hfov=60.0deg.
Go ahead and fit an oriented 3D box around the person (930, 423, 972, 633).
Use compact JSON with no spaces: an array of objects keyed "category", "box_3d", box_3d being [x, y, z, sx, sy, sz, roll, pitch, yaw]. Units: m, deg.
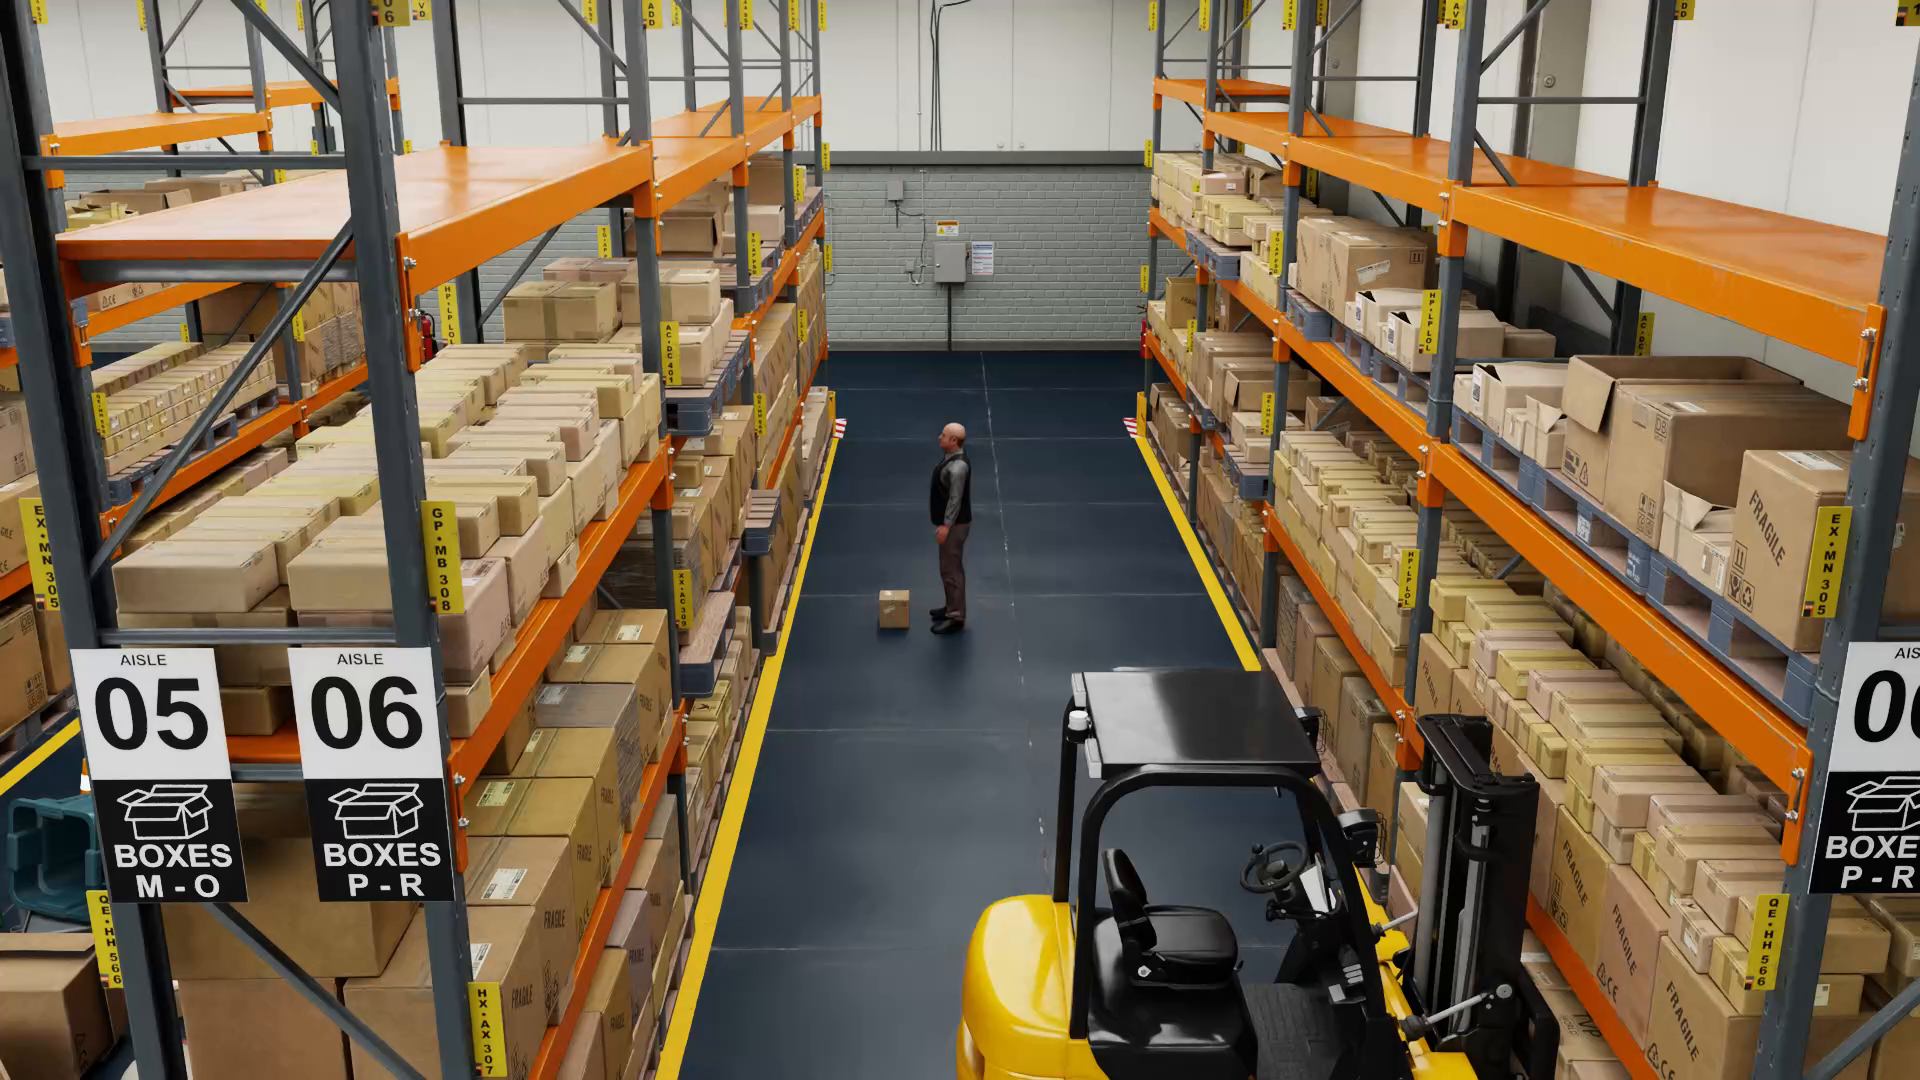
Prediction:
[{"category":"person","box_3d":[-0.079,-0.126,13.961,0.364,1.742,0.559,0,17,0]}]
